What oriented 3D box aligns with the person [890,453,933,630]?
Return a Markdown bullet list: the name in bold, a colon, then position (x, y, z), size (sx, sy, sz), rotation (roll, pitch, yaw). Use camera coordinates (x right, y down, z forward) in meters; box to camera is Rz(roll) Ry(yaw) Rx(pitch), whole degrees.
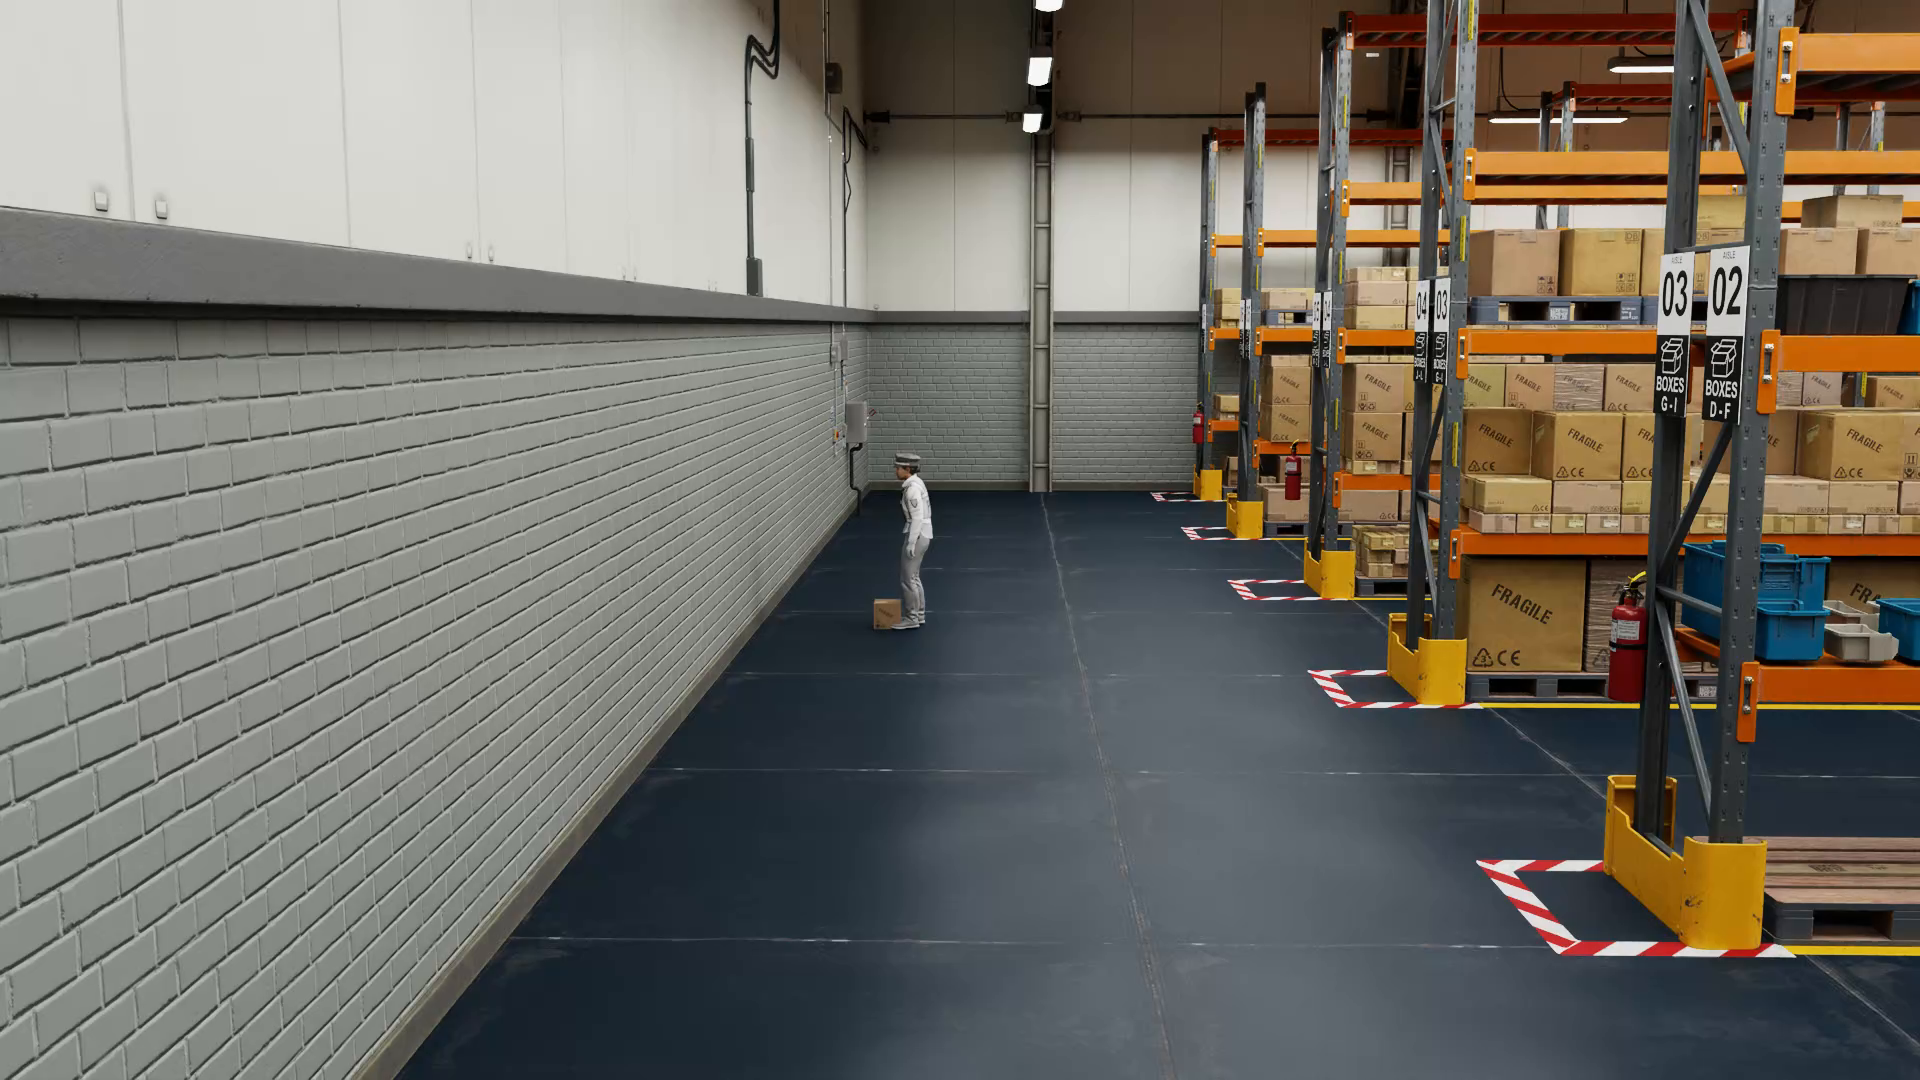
- **person**: position (-0.467, 0.006, 15.716), size (0.415, 1.663, 0.545), rotation (0, 7, -2)
